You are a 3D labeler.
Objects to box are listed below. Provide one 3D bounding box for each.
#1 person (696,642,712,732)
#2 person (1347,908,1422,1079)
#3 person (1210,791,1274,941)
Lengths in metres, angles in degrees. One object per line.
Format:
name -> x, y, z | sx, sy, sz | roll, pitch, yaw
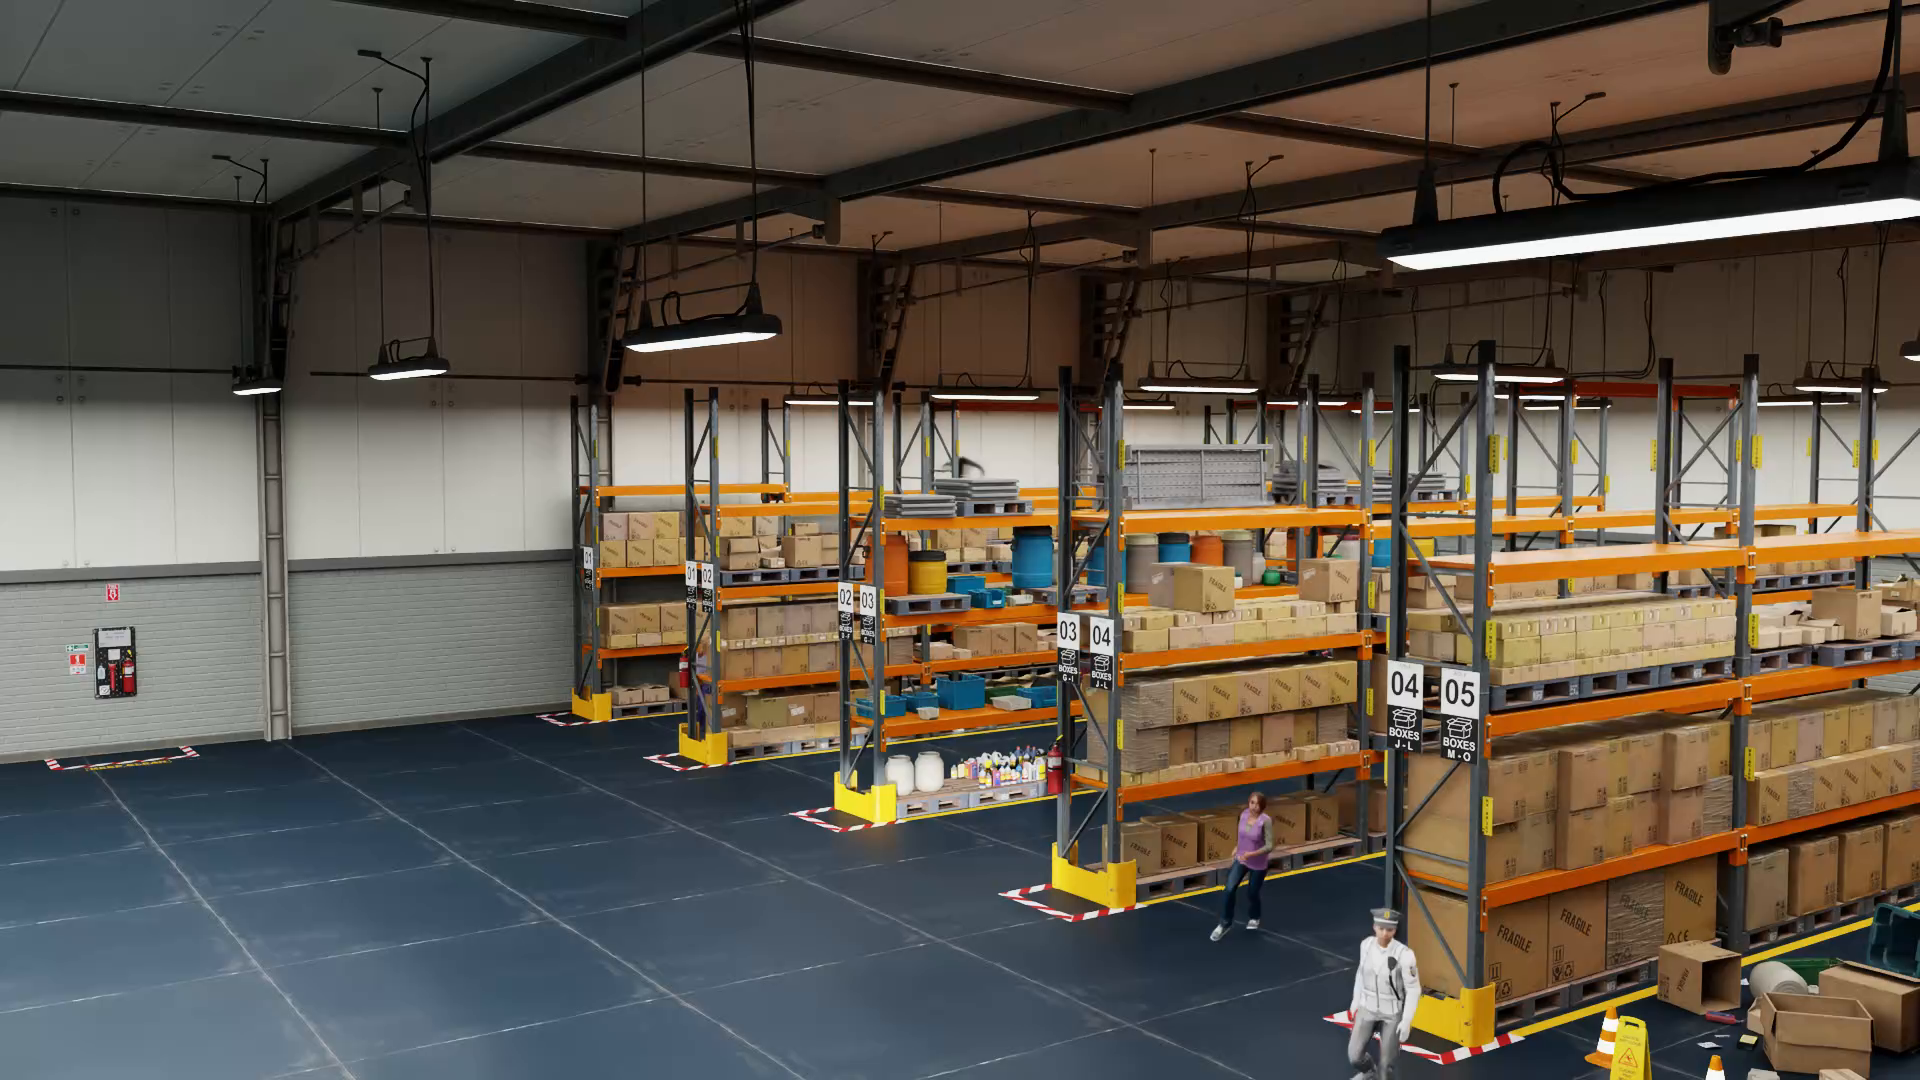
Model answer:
person -> -4.601, 2.605, 29.649 | 0.599, 1.582, 0.562 | 1, 3, 9
person -> 3.223, 3.584, 12.637 | 0.600, 1.655, 0.516 | 2, 4, 30
person -> 2.975, 3.332, 17.131 | 0.602, 1.550, 0.755 | 2, 4, 32
